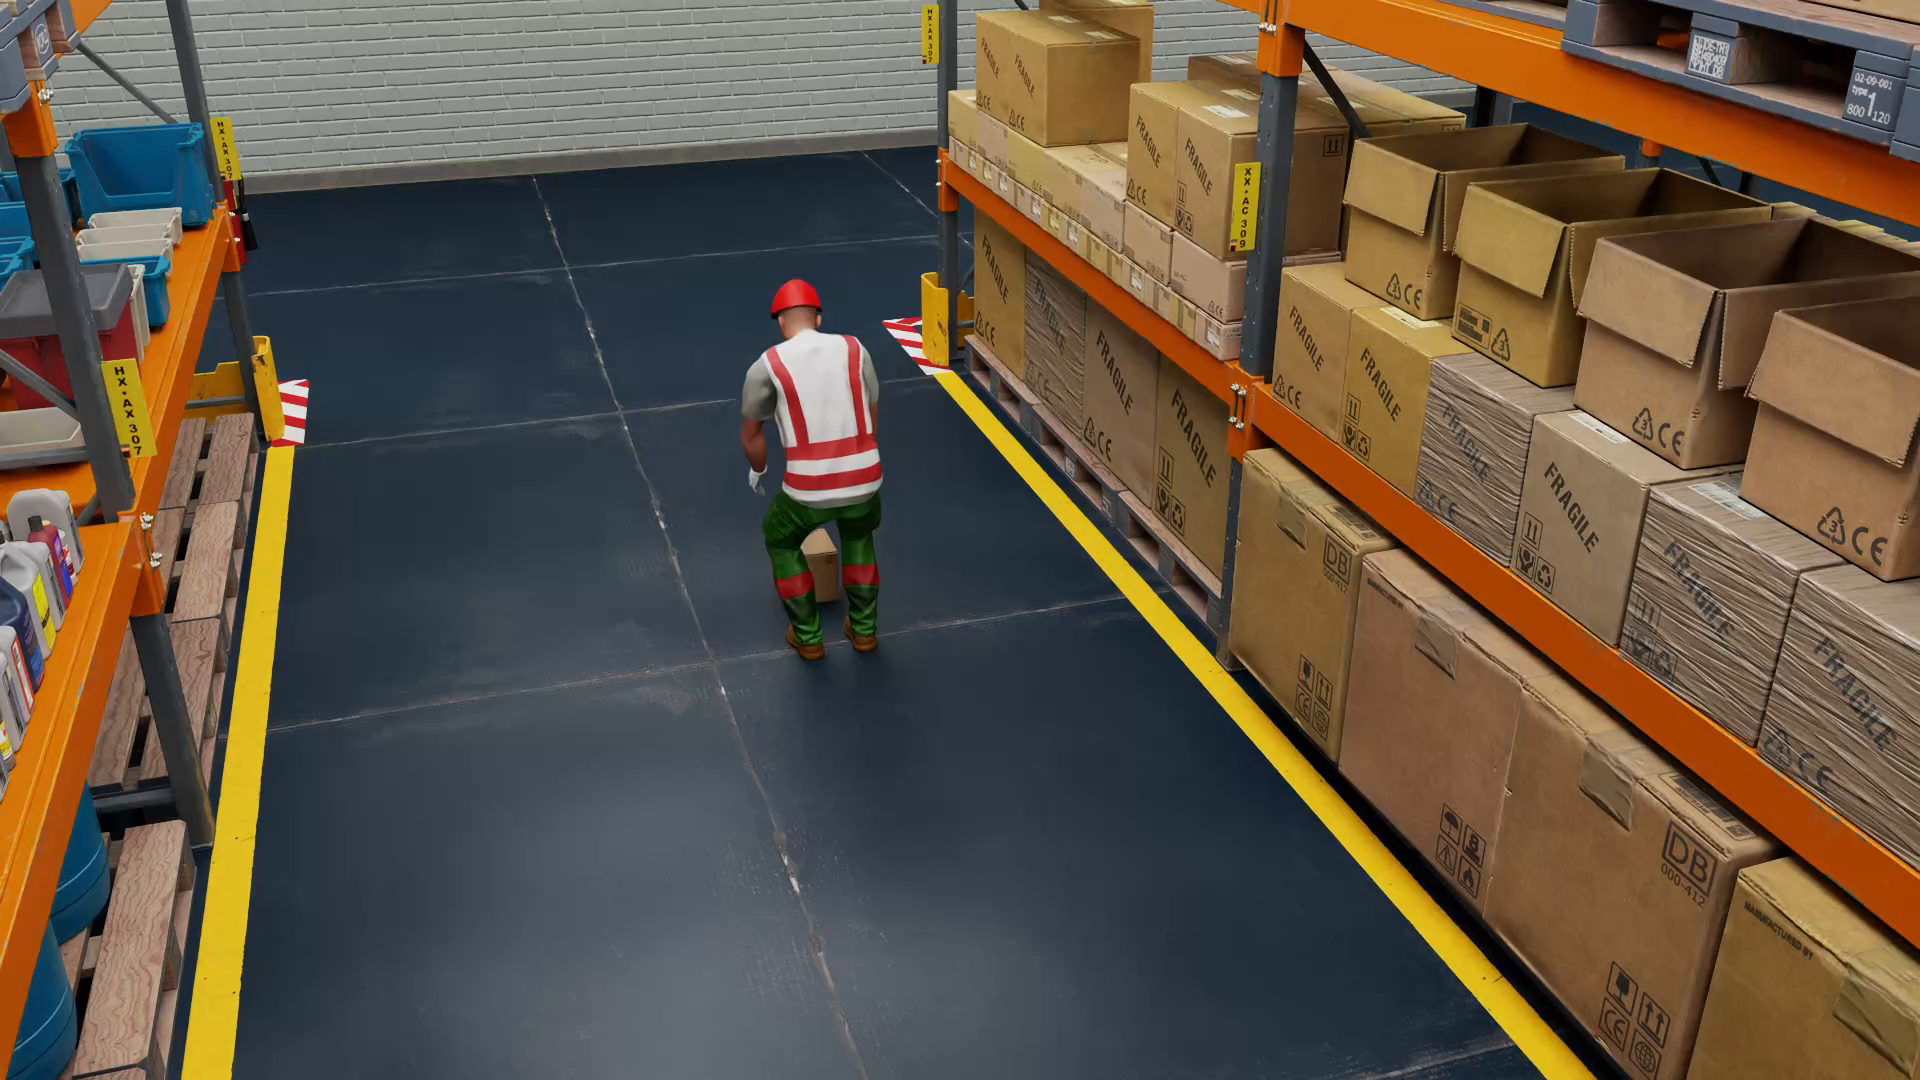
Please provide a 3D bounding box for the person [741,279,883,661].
[{"bbox_3d":[-0.605,-0.272,6.909,0.577,1.555,0.669,-8,27,-16],"label":"person"}]
